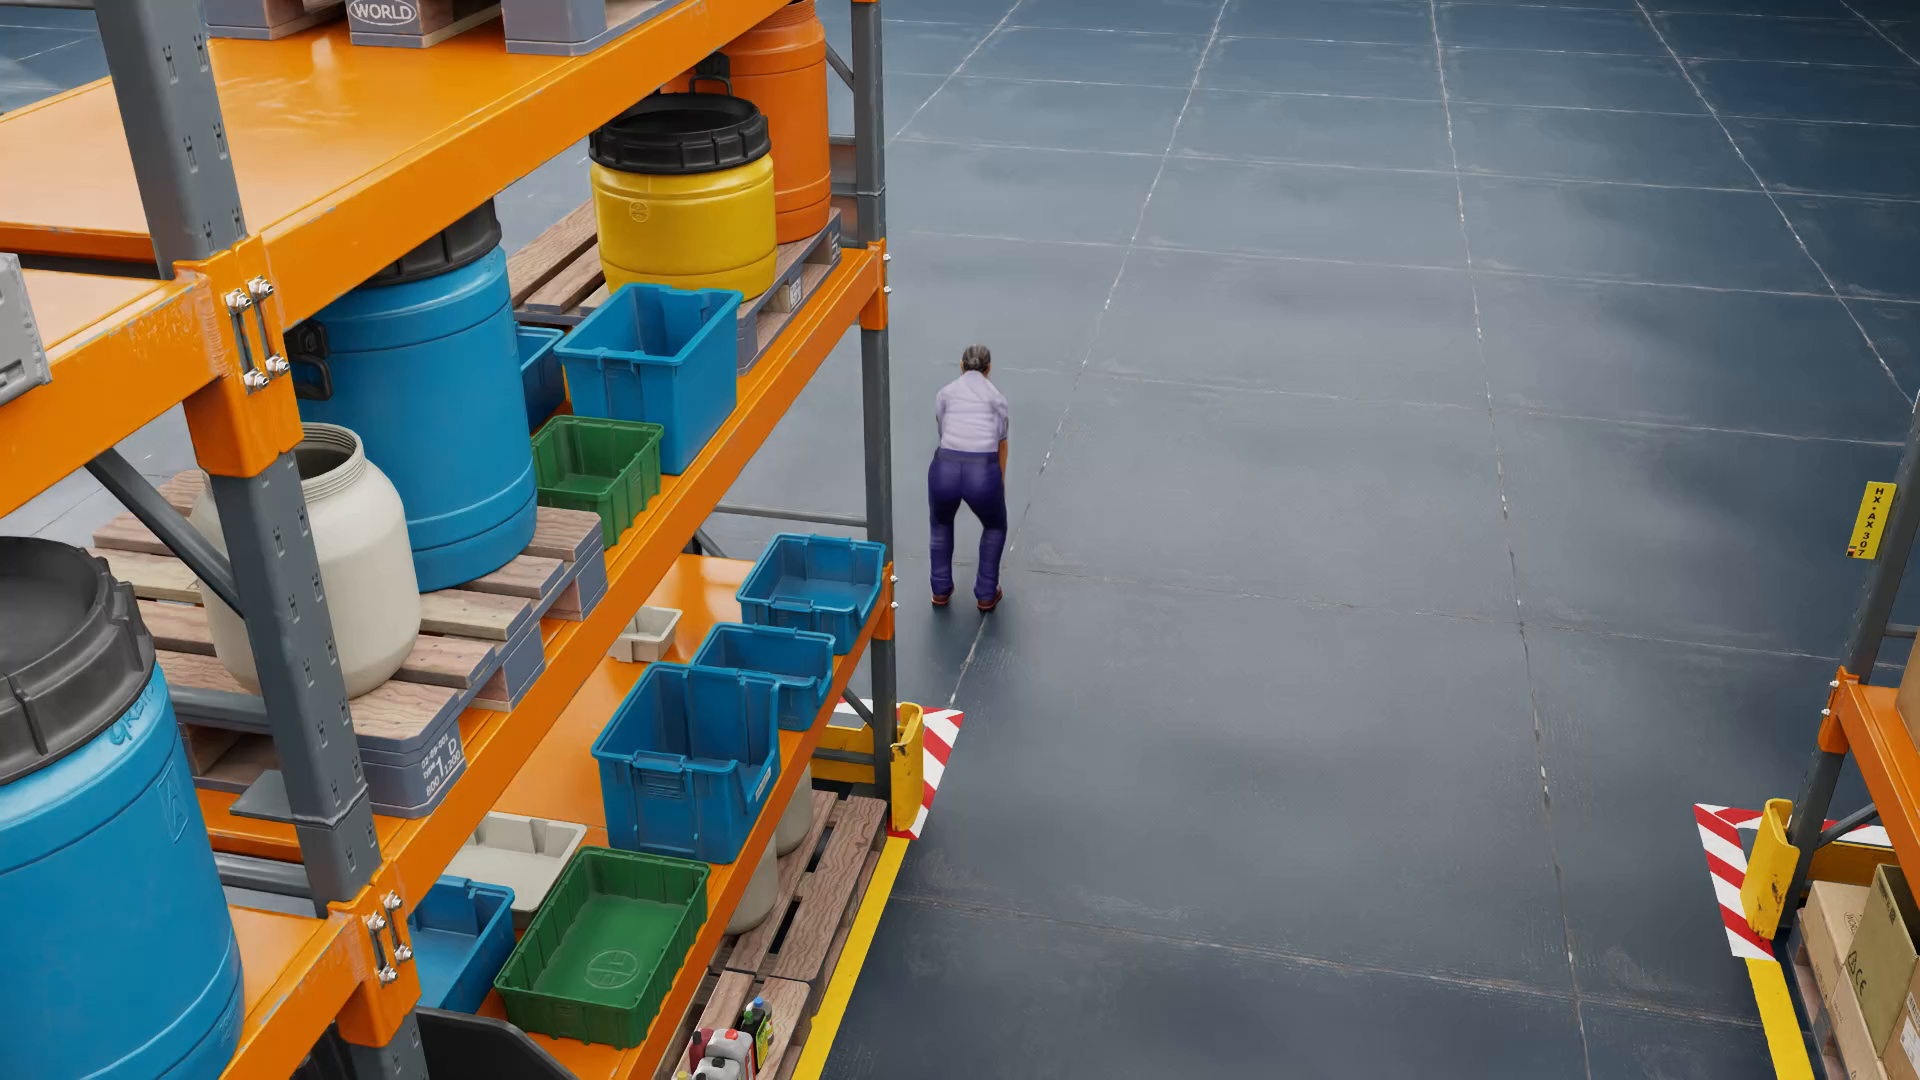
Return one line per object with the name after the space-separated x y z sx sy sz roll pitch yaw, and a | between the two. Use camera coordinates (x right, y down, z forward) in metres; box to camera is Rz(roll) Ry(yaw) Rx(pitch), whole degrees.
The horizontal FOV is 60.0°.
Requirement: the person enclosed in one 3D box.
0.062 -0.344 9.487 0.454 1.425 0.728 5 29 9 | person
